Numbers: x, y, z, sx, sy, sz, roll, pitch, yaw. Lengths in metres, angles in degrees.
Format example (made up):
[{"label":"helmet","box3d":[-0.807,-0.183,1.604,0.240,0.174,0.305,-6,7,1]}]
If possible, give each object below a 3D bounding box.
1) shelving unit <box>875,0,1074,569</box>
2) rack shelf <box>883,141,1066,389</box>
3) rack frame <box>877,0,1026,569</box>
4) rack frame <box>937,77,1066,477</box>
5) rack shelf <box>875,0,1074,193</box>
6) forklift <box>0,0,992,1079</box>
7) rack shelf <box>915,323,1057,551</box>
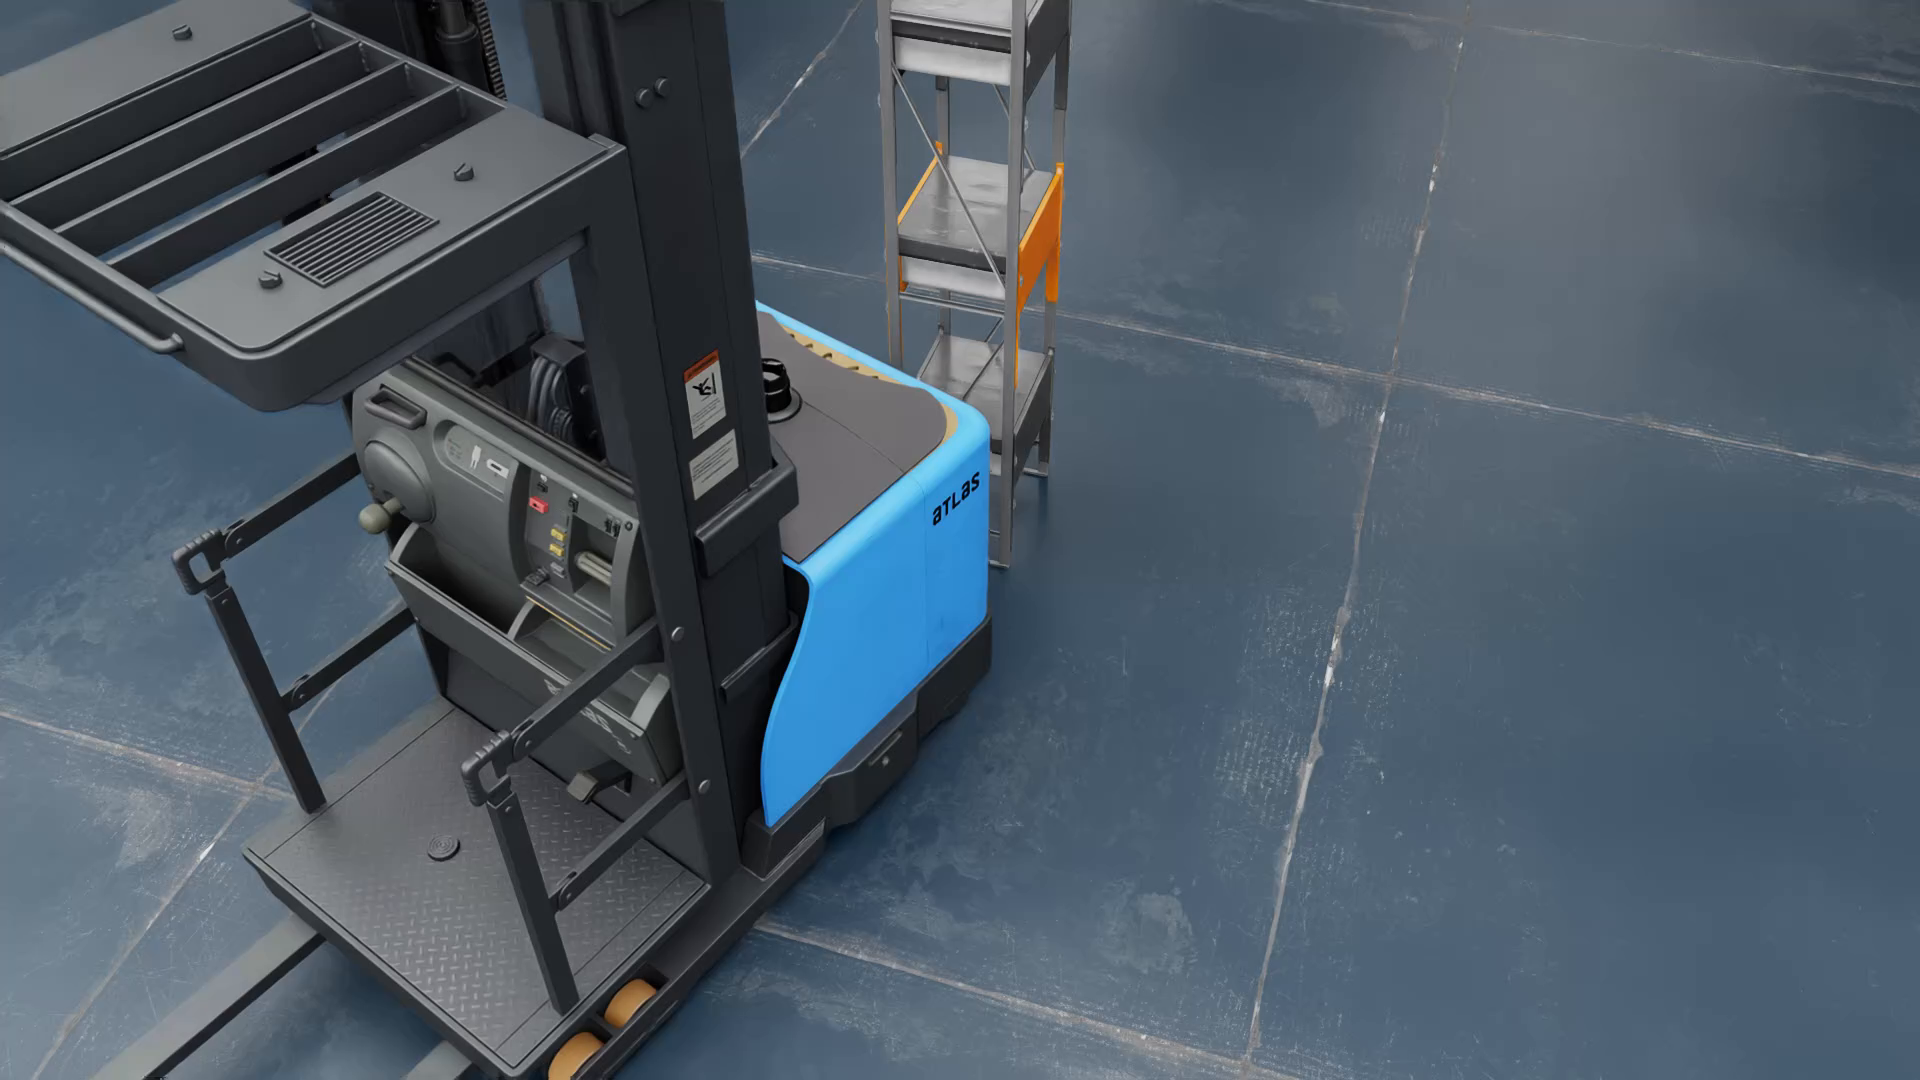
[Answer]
[{"label":"shelving unit","box3d":[0.050,-0.861,5.128,0.431,2.100,0.503,13,46,13]},{"label":"rack shelf","box3d":[0.050,-0.851,5.138,0.431,0.518,0.480,13,46,12]},{"label":"rack frame","box3d":[-0.024,-0.698,4.962,0.400,2.100,0.015,13,46,13]},{"label":"rack frame","box3d":[0.124,-1.023,5.295,0.400,2.100,0.015,13,46,13]},{"label":"rack shelf","box3d":[0.050,-1.351,4.648,0.431,0.518,0.480,13,46,12]},{"label":"forklift","box3d":[-1.196,-0.010,3.664,1.130,2.935,3.031,28,51,26]},{"label":"rack shelf","box3d":[0.050,-0.351,5.628,0.431,0.518,0.480,13,46,12]}]
